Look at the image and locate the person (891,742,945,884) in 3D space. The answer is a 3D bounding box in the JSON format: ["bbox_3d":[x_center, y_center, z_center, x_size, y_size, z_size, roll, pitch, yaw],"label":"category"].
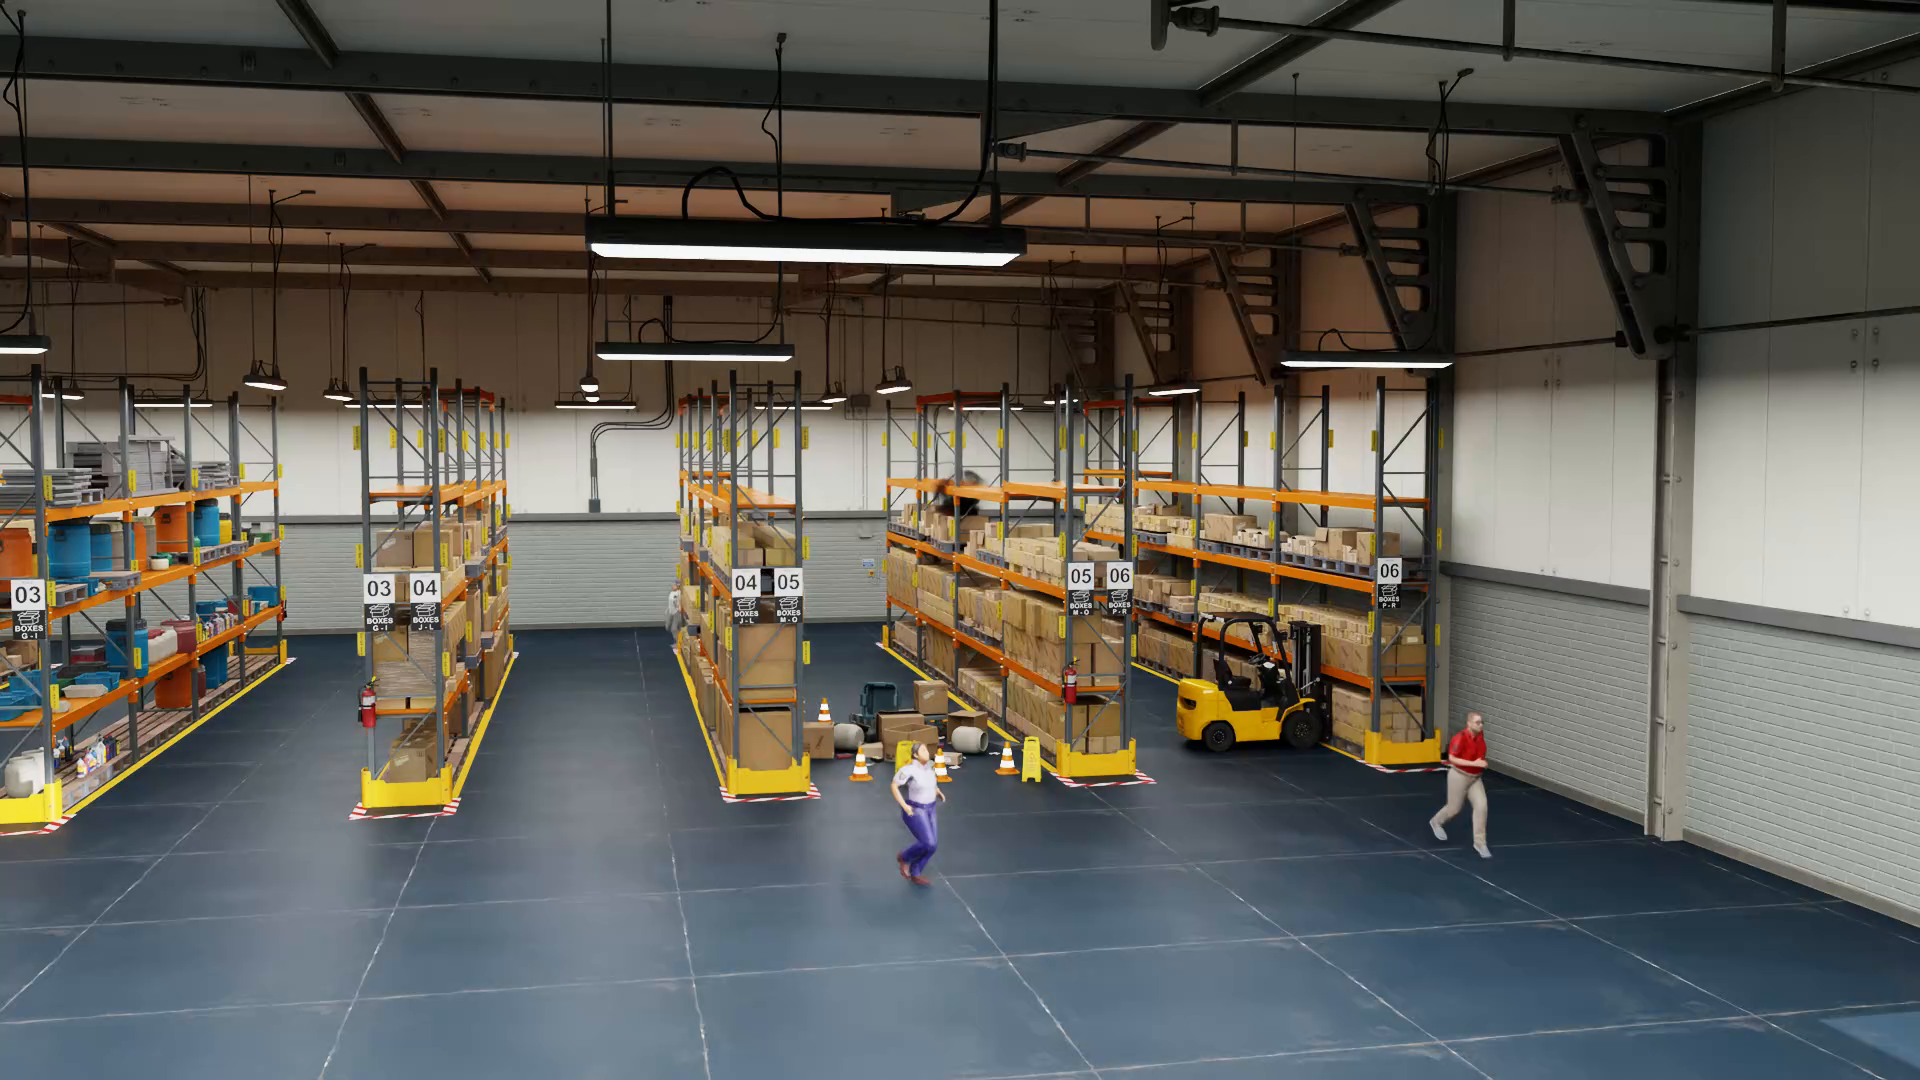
[{"bbox_3d":[-0.421,3.082,18.734,0.505,1.606,0.668,2,4,36],"label":"person"}]

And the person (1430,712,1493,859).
[{"bbox_3d":[6.140,2.959,20.320,0.691,1.768,0.972,-2,4,-30],"label":"person"}]

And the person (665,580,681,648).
[{"bbox_3d":[-6.860,1.781,40.258,0.601,1.651,0.543,3,5,42],"label":"person"}]
